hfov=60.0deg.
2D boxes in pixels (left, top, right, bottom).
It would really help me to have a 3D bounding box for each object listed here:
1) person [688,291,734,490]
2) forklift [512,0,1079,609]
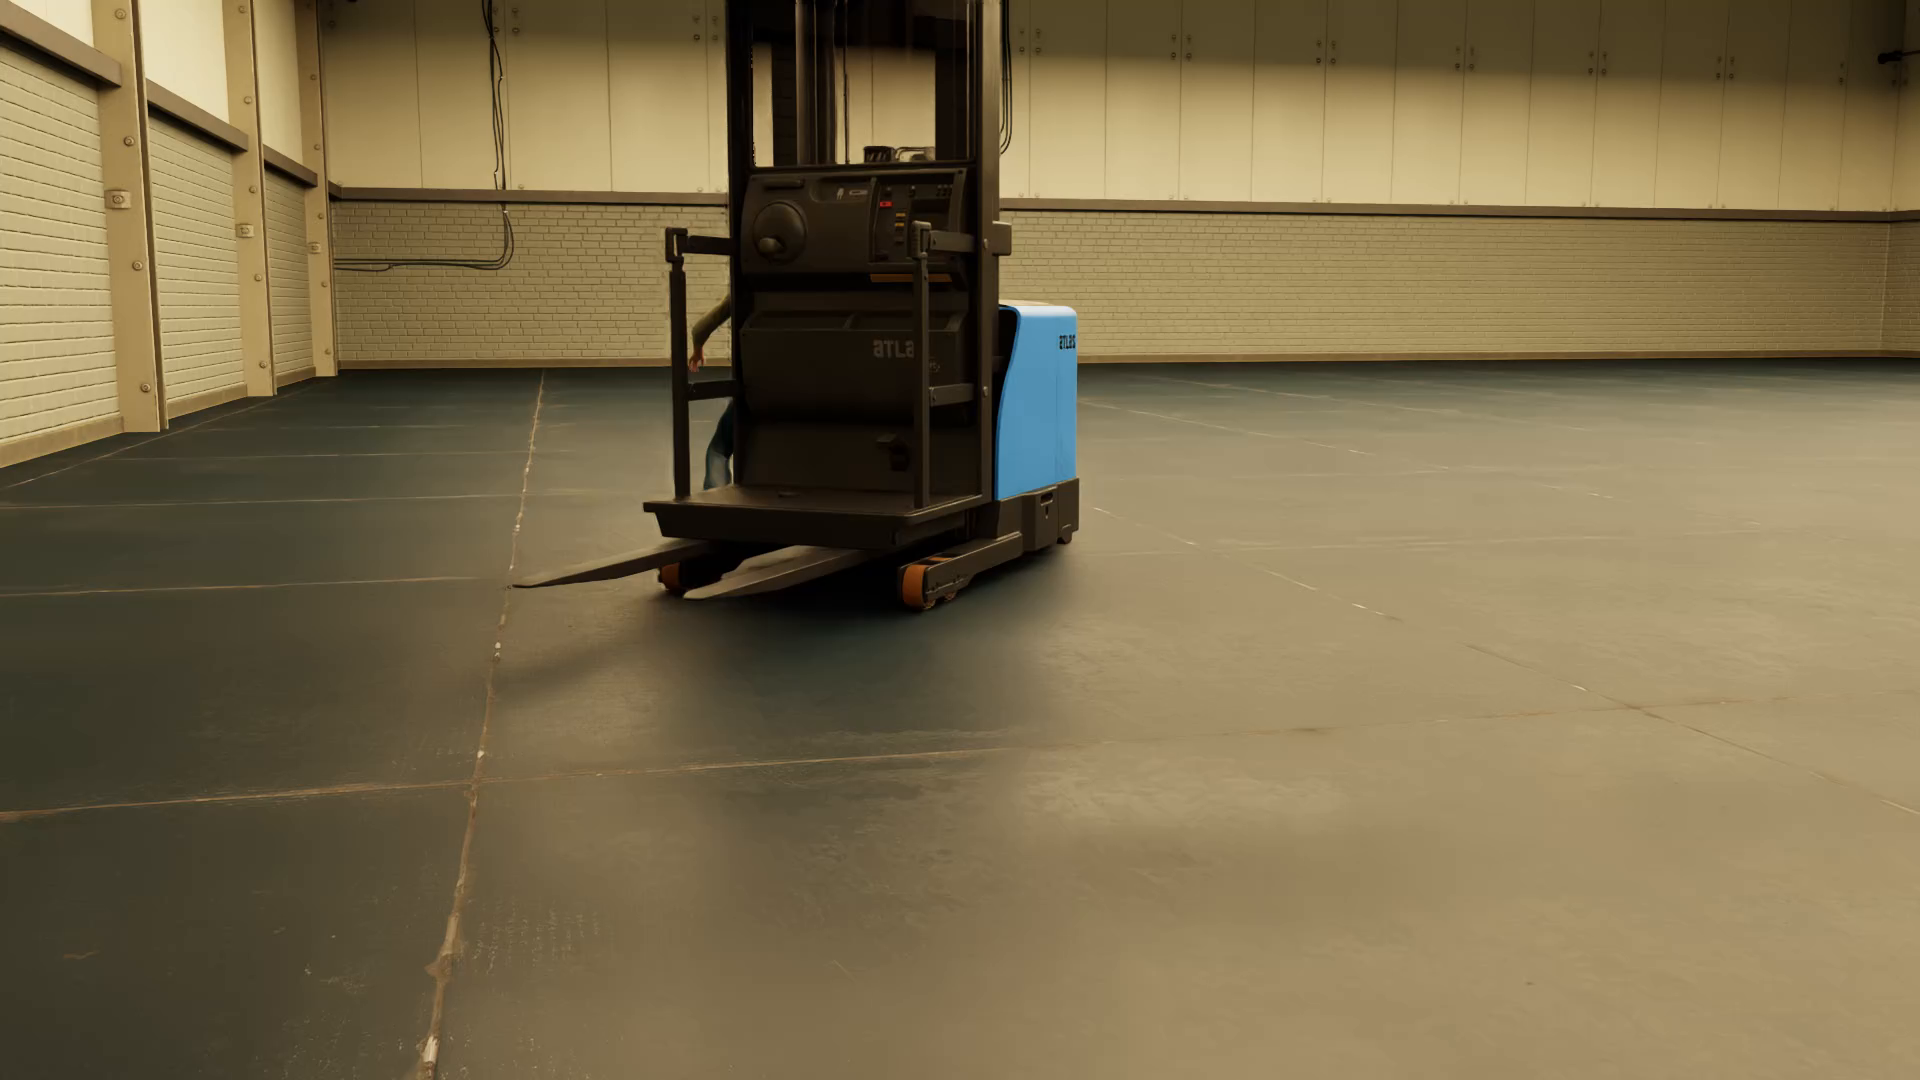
[{"bbox_3d":[-0.907,-0.732,7.979,0.872,1.481,0.825,0,8,2],"label":"person"},{"bbox_3d":[-0.494,-1.269,6.201,1.130,2.935,3.031,3,9,22],"label":"forklift"}]
